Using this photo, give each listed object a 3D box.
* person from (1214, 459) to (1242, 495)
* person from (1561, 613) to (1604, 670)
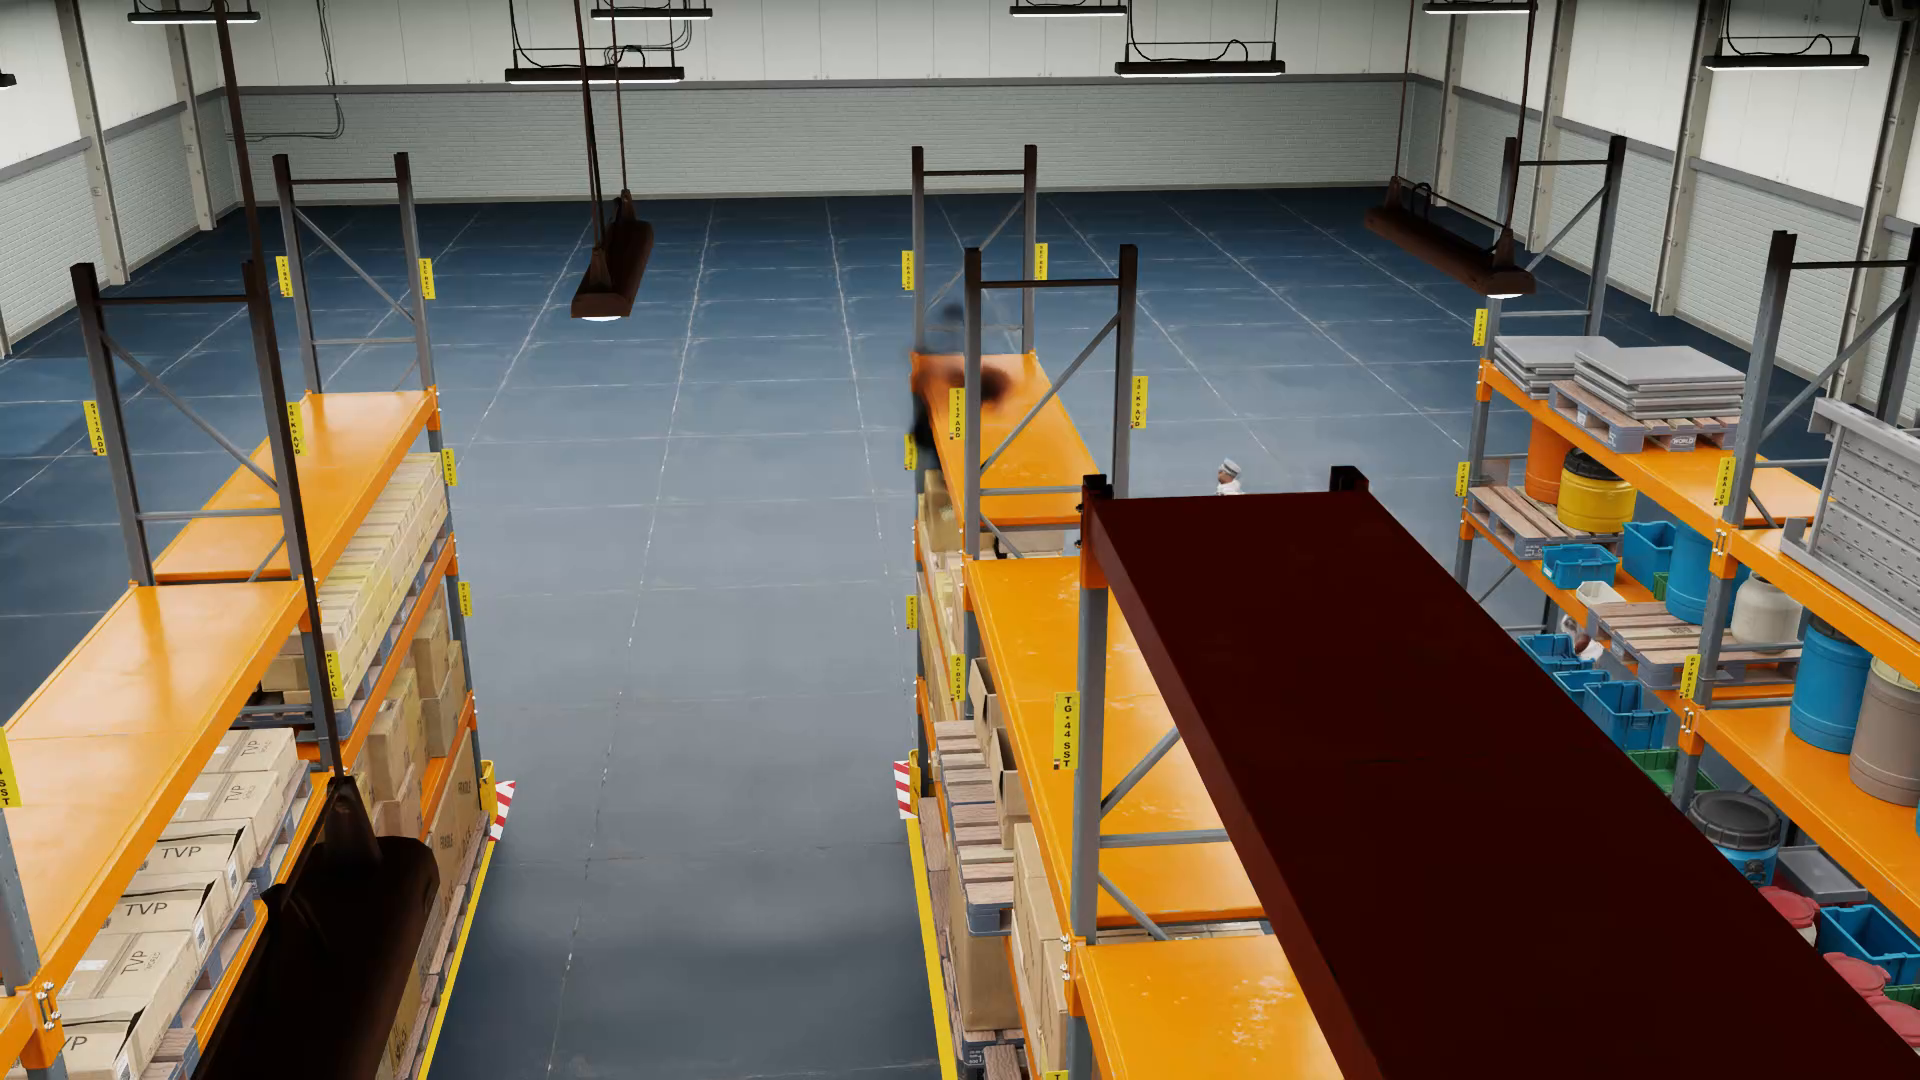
[{"bbox_3d":[3.154,-0.121,19.581,0.678,1.742,0.664,6,22,15],"label":"person"},{"bbox_3d":[6.070,1.132,16.294,0.719,1.769,0.941,-19,29,-40],"label":"person"}]
